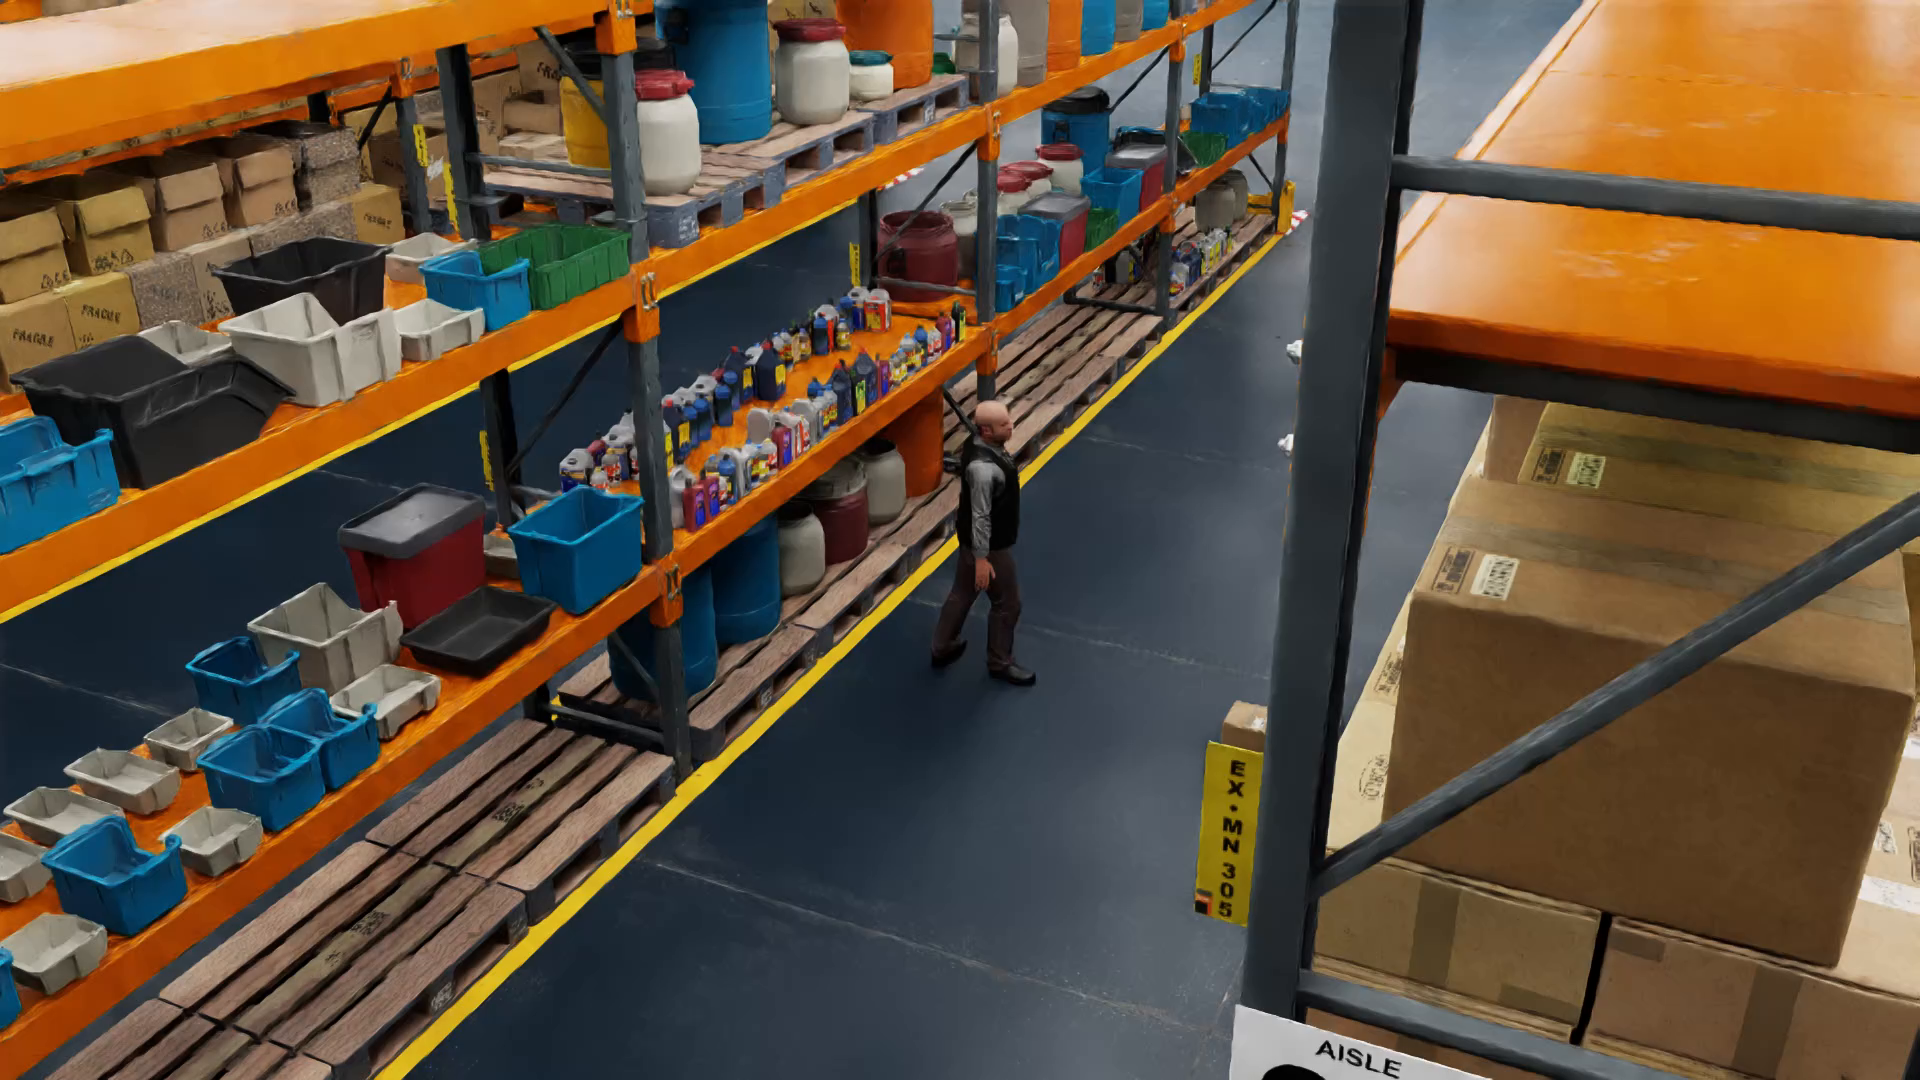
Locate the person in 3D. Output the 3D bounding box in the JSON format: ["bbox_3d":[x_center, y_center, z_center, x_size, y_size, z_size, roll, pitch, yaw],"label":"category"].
[{"bbox_3d":[0.134,0.013,9.440,0.607,1.716,0.634,-2,26,-3],"label":"person"}]
